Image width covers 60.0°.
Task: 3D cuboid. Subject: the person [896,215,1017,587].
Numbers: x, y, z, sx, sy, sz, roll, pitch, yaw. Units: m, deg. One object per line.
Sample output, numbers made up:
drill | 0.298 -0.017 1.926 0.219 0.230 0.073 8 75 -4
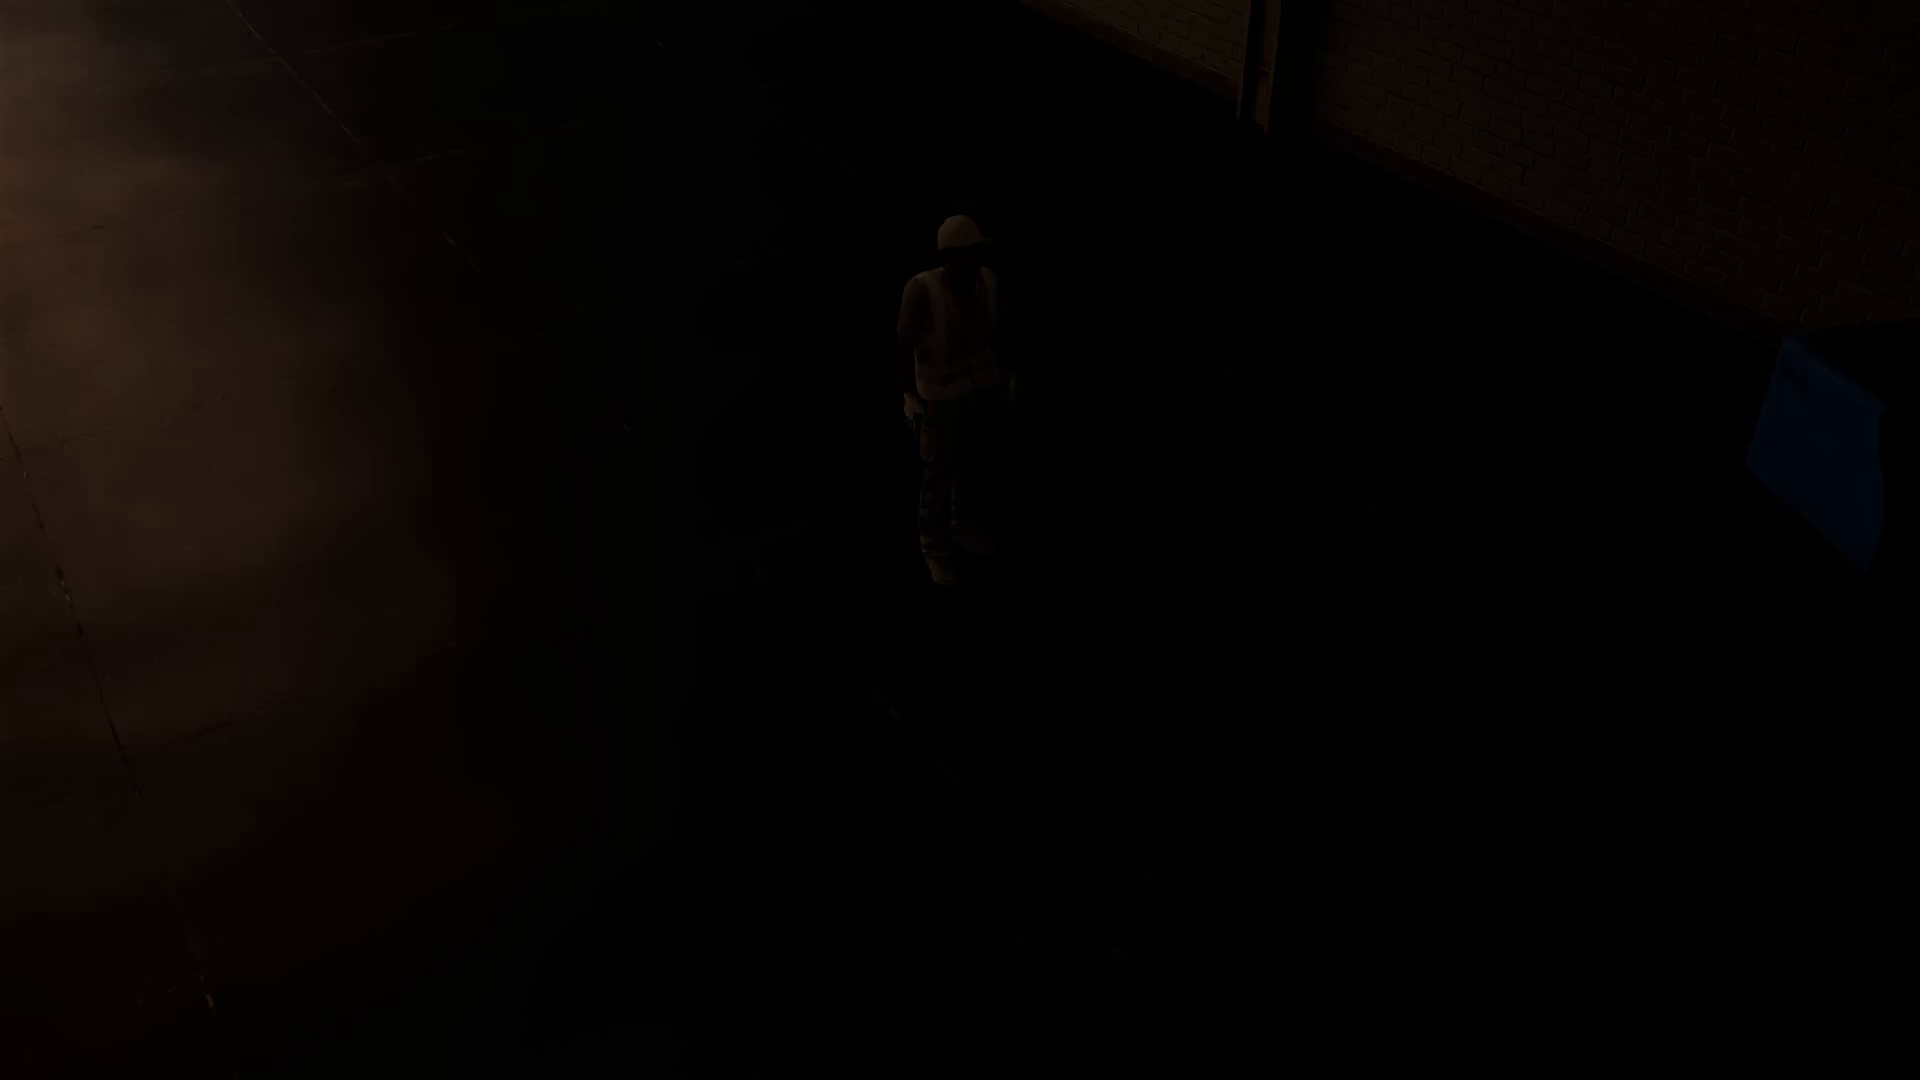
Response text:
person | 0.033 -0.698 8.128 0.655 1.782 0.576 -21 40 -27

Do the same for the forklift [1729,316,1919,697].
forklift | 4.927 -0.597 6.998 1.130 2.935 3.031 -8 36 -11
